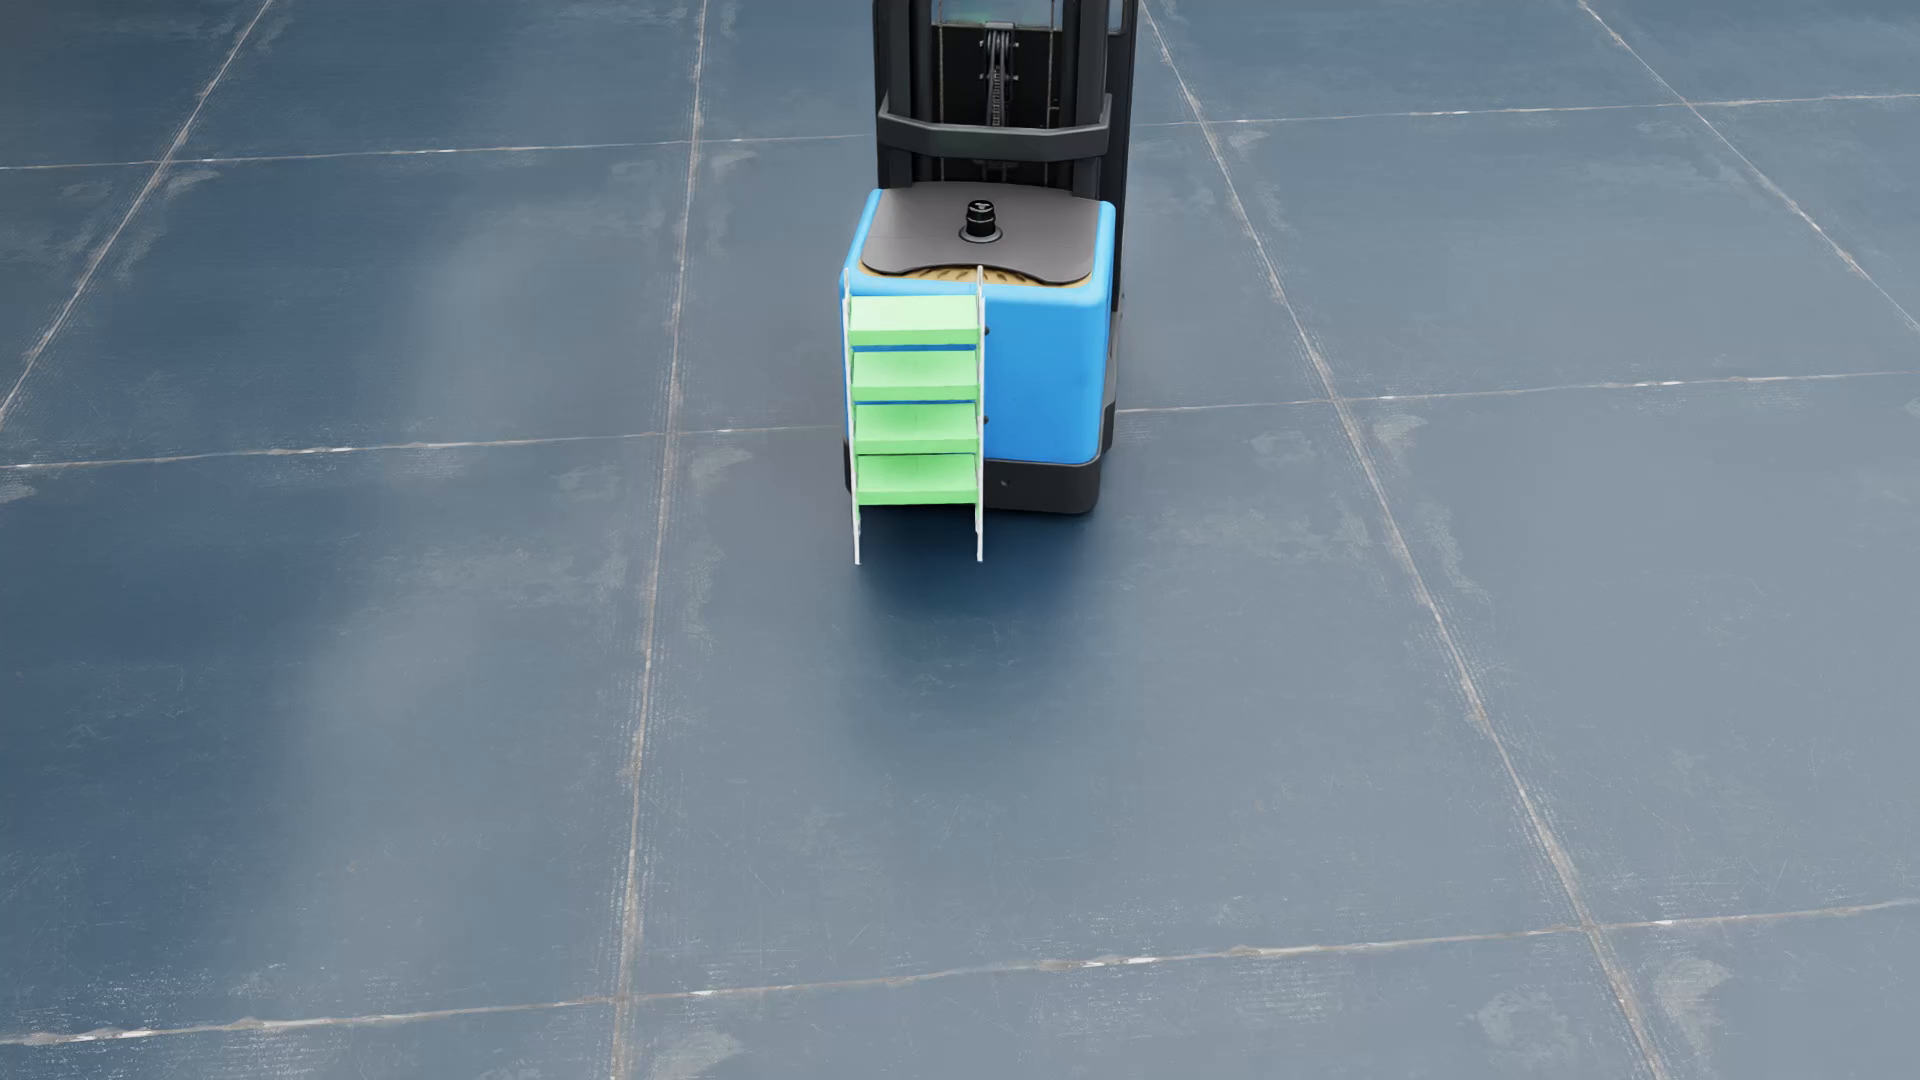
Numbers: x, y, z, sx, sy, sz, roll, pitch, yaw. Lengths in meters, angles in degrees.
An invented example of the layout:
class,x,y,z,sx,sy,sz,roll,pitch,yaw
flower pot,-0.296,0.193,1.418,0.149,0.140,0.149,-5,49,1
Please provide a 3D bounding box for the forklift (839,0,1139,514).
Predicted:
class,x,y,z,sx,sy,sz,roll,pitch,yaw
forklift,0.214,-2.162,7.124,1.130,2.935,3.031,4,38,5

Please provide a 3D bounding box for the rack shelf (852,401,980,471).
class,x,y,z,sx,sy,sz,roll,pitch,yaw
rack shelf,-0.168,-0.402,6.394,0.480,0.148,0.258,-1,38,-1

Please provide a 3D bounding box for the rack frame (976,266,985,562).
class,x,y,z,sx,sy,sz,roll,pitch,yaw
rack frame,0.076,-0.456,6.360,0.015,1.200,0.240,-1,38,-1

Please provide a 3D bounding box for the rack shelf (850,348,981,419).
class,x,y,z,sx,sy,sz,roll,pitch,yaw
rack shelf,-0.168,-0.590,6.245,0.480,0.148,0.258,-1,38,-1

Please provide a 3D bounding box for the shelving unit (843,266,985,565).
class,x,y,z,sx,sy,sz,roll,pitch,yaw
shelving unit,-0.168,-0.452,6.354,0.503,1.200,0.258,-1,38,-1

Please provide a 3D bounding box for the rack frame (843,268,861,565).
class,x,y,z,sx,sy,sz,roll,pitch,yaw
rack frame,-0.412,-0.448,6.349,0.015,1.200,0.240,-1,38,-1

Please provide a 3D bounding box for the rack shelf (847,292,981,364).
class,x,y,z,sx,sy,sz,roll,pitch,yaw
rack shelf,-0.168,-0.779,6.096,0.480,0.148,0.258,-1,38,-1

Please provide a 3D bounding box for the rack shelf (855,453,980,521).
class,x,y,z,sx,sy,sz,roll,pitch,yaw
rack shelf,-0.168,-0.213,6.542,0.480,0.148,0.258,-1,38,-1
